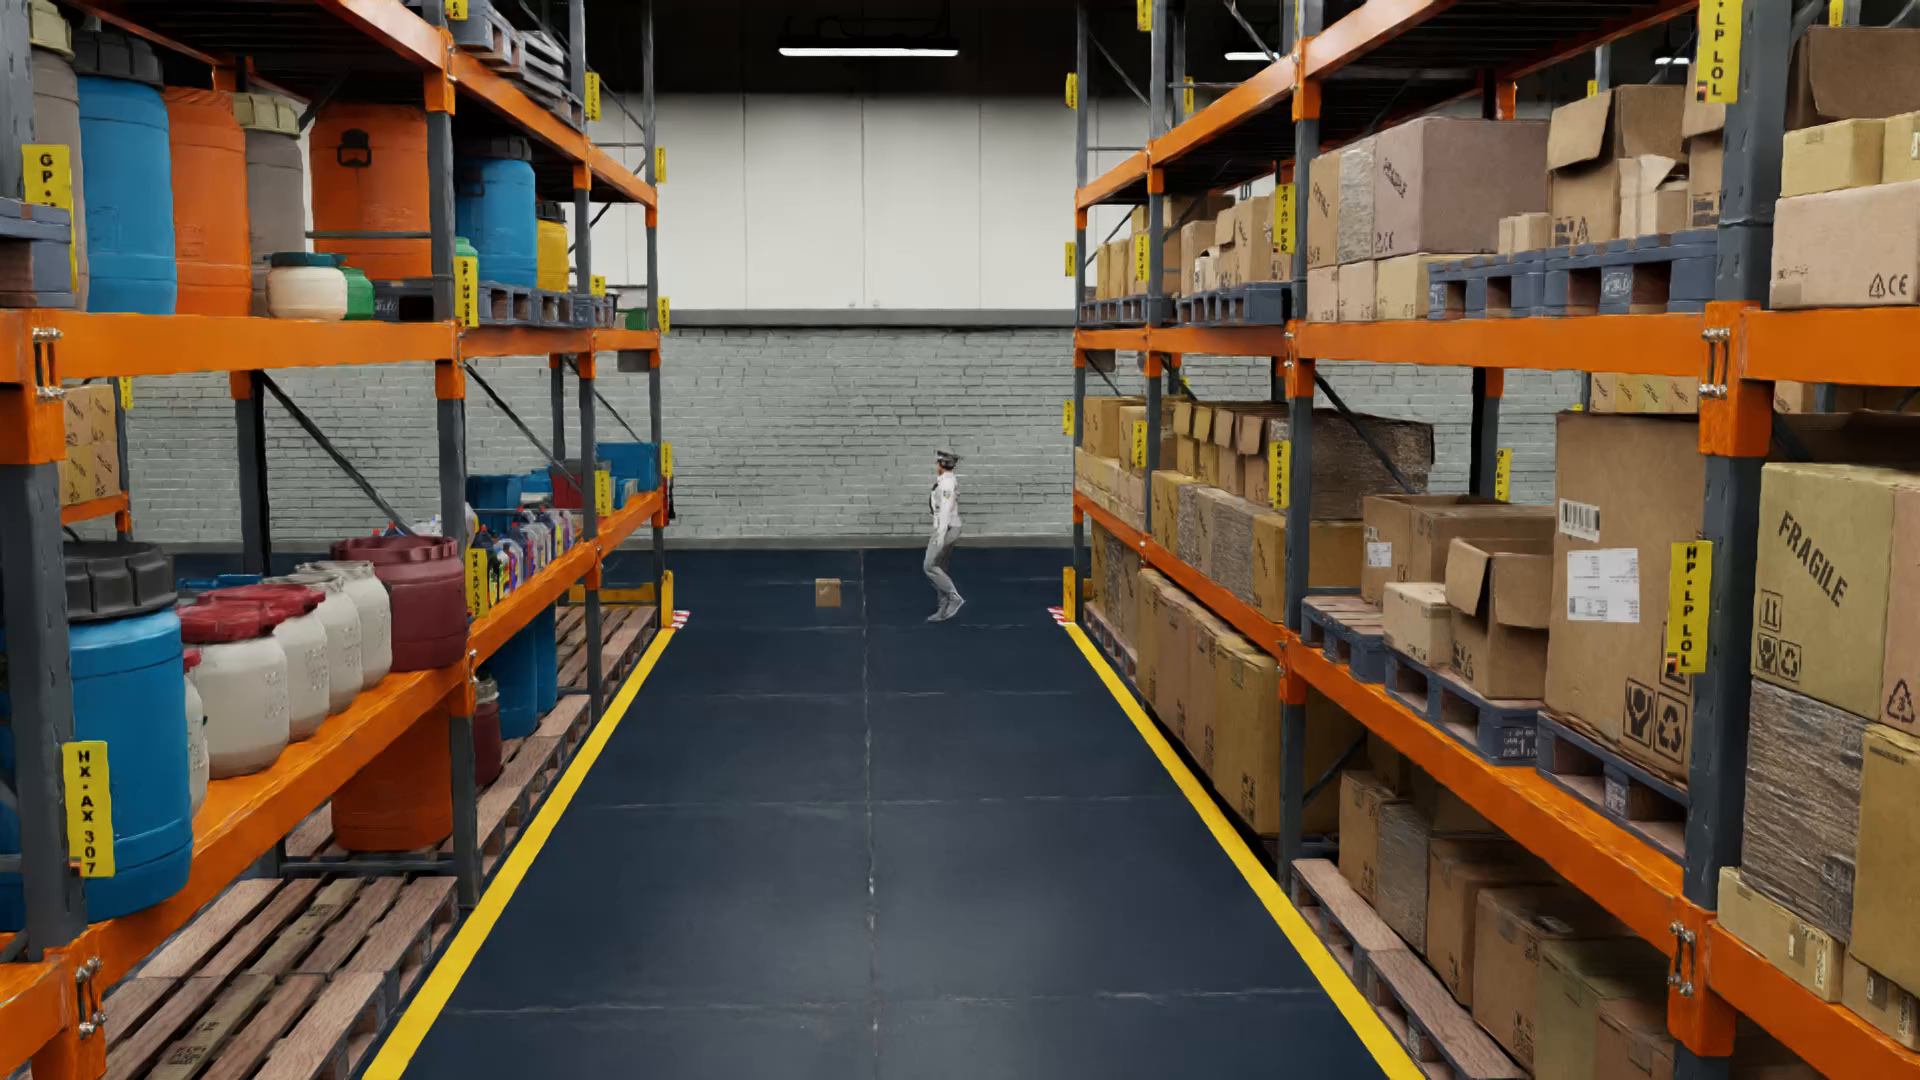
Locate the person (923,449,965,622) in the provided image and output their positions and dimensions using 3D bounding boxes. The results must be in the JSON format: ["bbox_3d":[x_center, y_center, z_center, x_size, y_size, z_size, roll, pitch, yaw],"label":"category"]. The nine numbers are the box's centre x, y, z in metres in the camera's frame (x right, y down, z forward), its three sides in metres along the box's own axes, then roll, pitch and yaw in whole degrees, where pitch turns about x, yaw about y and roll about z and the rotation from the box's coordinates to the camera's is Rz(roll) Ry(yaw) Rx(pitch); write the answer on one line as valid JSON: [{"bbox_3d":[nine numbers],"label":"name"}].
[{"bbox_3d":[-0.166,-0.048,16.201,0.407,1.658,0.626,0,7,-3],"label":"person"}]
